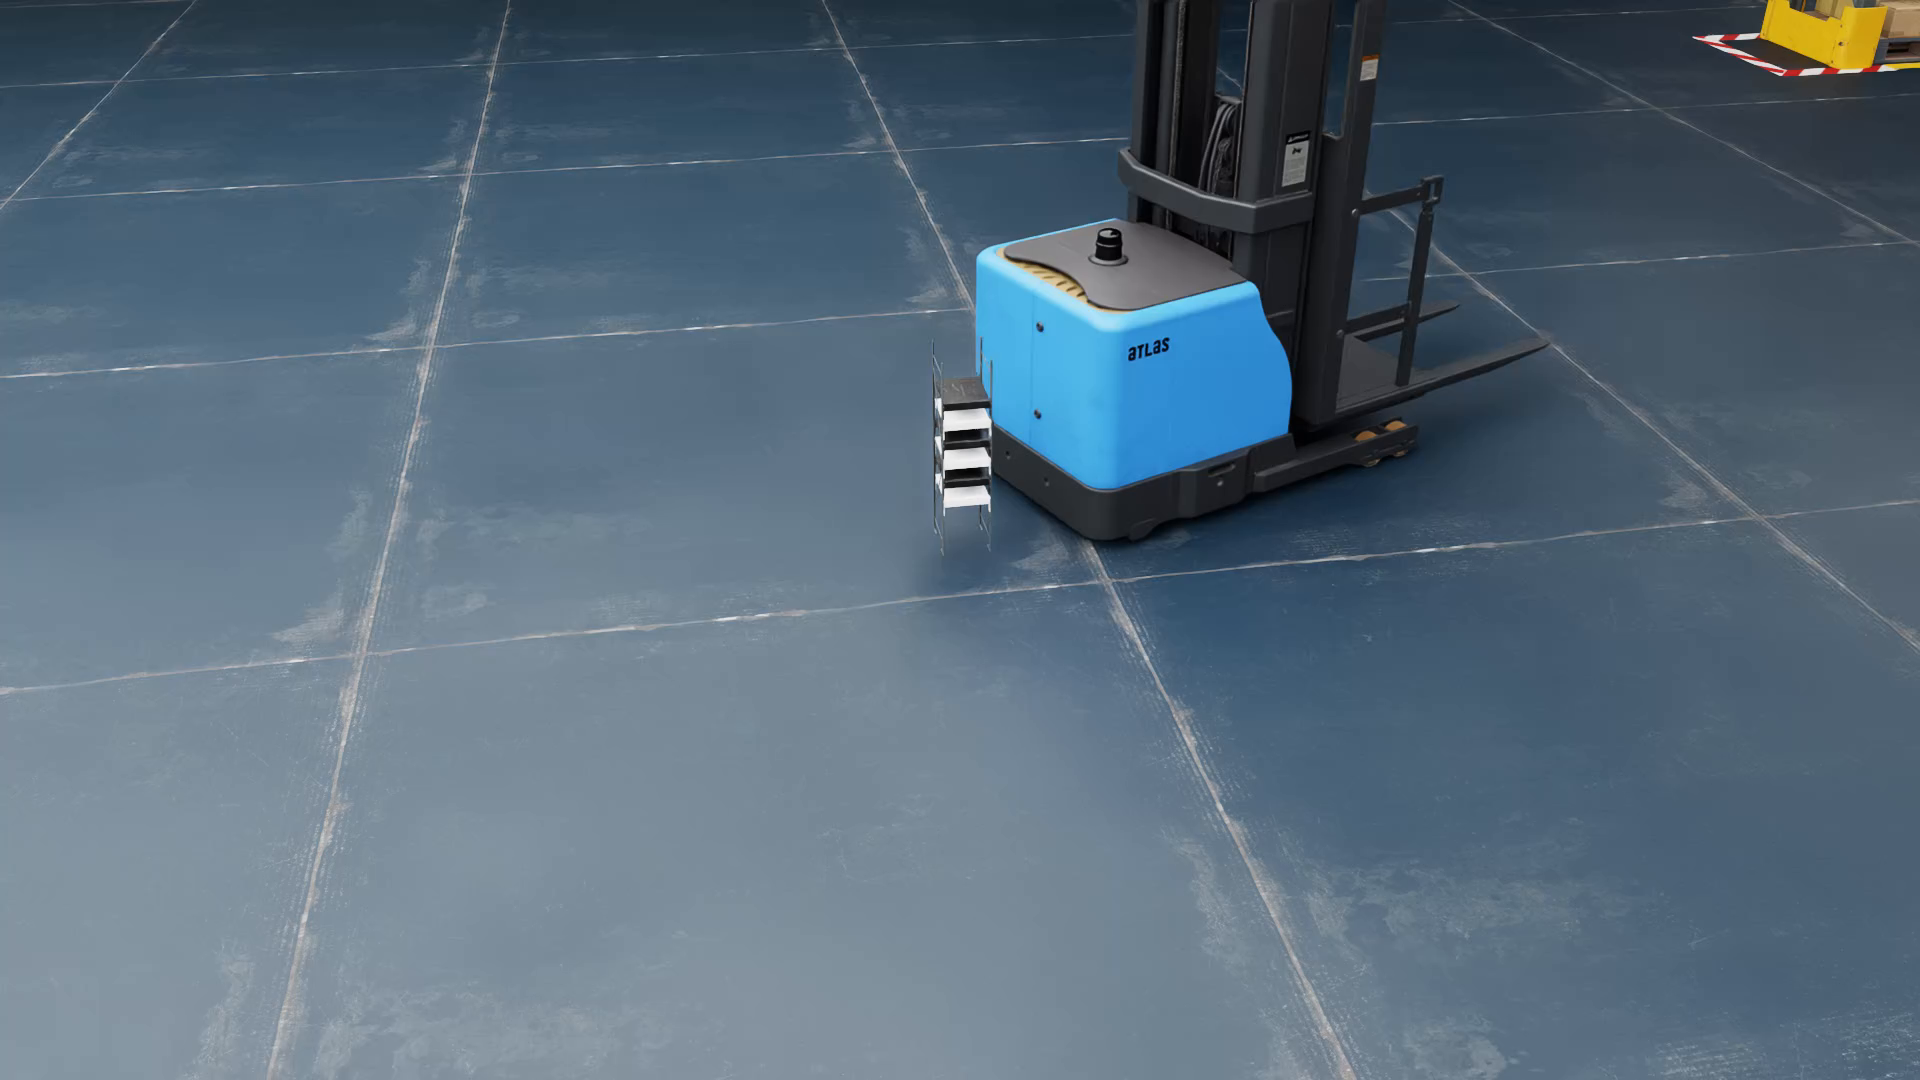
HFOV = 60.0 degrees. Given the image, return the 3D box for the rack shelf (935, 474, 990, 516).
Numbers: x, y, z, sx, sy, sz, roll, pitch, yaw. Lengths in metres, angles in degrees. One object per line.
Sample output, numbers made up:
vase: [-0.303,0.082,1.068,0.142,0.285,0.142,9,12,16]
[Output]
rack shelf: [0.008,-0.205,7.131,0.200,0.077,0.258,-5,31,-9]

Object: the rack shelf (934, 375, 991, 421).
rack shelf: [0.008,-0.593,6.903,0.200,0.077,0.258,-5,31,-9]

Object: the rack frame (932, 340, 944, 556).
rack frame: [-0.092,-0.379,7.007,0.006,0.900,0.240,-5,31,-9]

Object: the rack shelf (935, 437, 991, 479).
rack shelf: [0.008,-0.360,7.040,0.200,0.077,0.258,-5,31,-9]

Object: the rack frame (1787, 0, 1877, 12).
rack frame: [7.463,-5.551,13.732,0.127,3.000,1.000,-5,31,-9]

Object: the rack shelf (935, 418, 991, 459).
rack shelf: [0.008,-0.437,6.994,0.200,0.077,0.258,-5,31,-9]

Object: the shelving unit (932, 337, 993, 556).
shelving unit: [0.008,-0.389,7.023,0.210,0.900,0.258,-5,31,-9]

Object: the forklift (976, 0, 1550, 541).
forklift: [1.575,-1.815,7.445,3.031,2.935,1.130,-18,35,-28]

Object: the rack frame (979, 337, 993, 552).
rack frame: [0.108,-0.398,7.039,0.006,0.900,0.240,-5,31,-9]

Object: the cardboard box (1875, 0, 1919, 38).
cardboard box: [8.031,-4.485,14.217,0.500,0.250,0.500,-5,31,-9]

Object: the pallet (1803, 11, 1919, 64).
pallet: [8.208,-4.440,14.593,1.213,0.211,1.003,-5,31,-9]

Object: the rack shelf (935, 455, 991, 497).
rack shelf: [0.008,-0.282,7.086,0.200,0.077,0.258,-5,31,-9]

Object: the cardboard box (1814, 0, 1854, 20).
cardboard box: [7.938,-4.743,14.656,0.500,0.250,0.500,-5,31,-9]

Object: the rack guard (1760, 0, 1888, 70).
rack guard: [7.440,-4.472,14.362,0.348,0.500,1.175,-5,31,-9]

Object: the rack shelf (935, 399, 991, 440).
rack shelf: [0.008,-0.515,6.949,0.200,0.077,0.258,-5,31,-9]
